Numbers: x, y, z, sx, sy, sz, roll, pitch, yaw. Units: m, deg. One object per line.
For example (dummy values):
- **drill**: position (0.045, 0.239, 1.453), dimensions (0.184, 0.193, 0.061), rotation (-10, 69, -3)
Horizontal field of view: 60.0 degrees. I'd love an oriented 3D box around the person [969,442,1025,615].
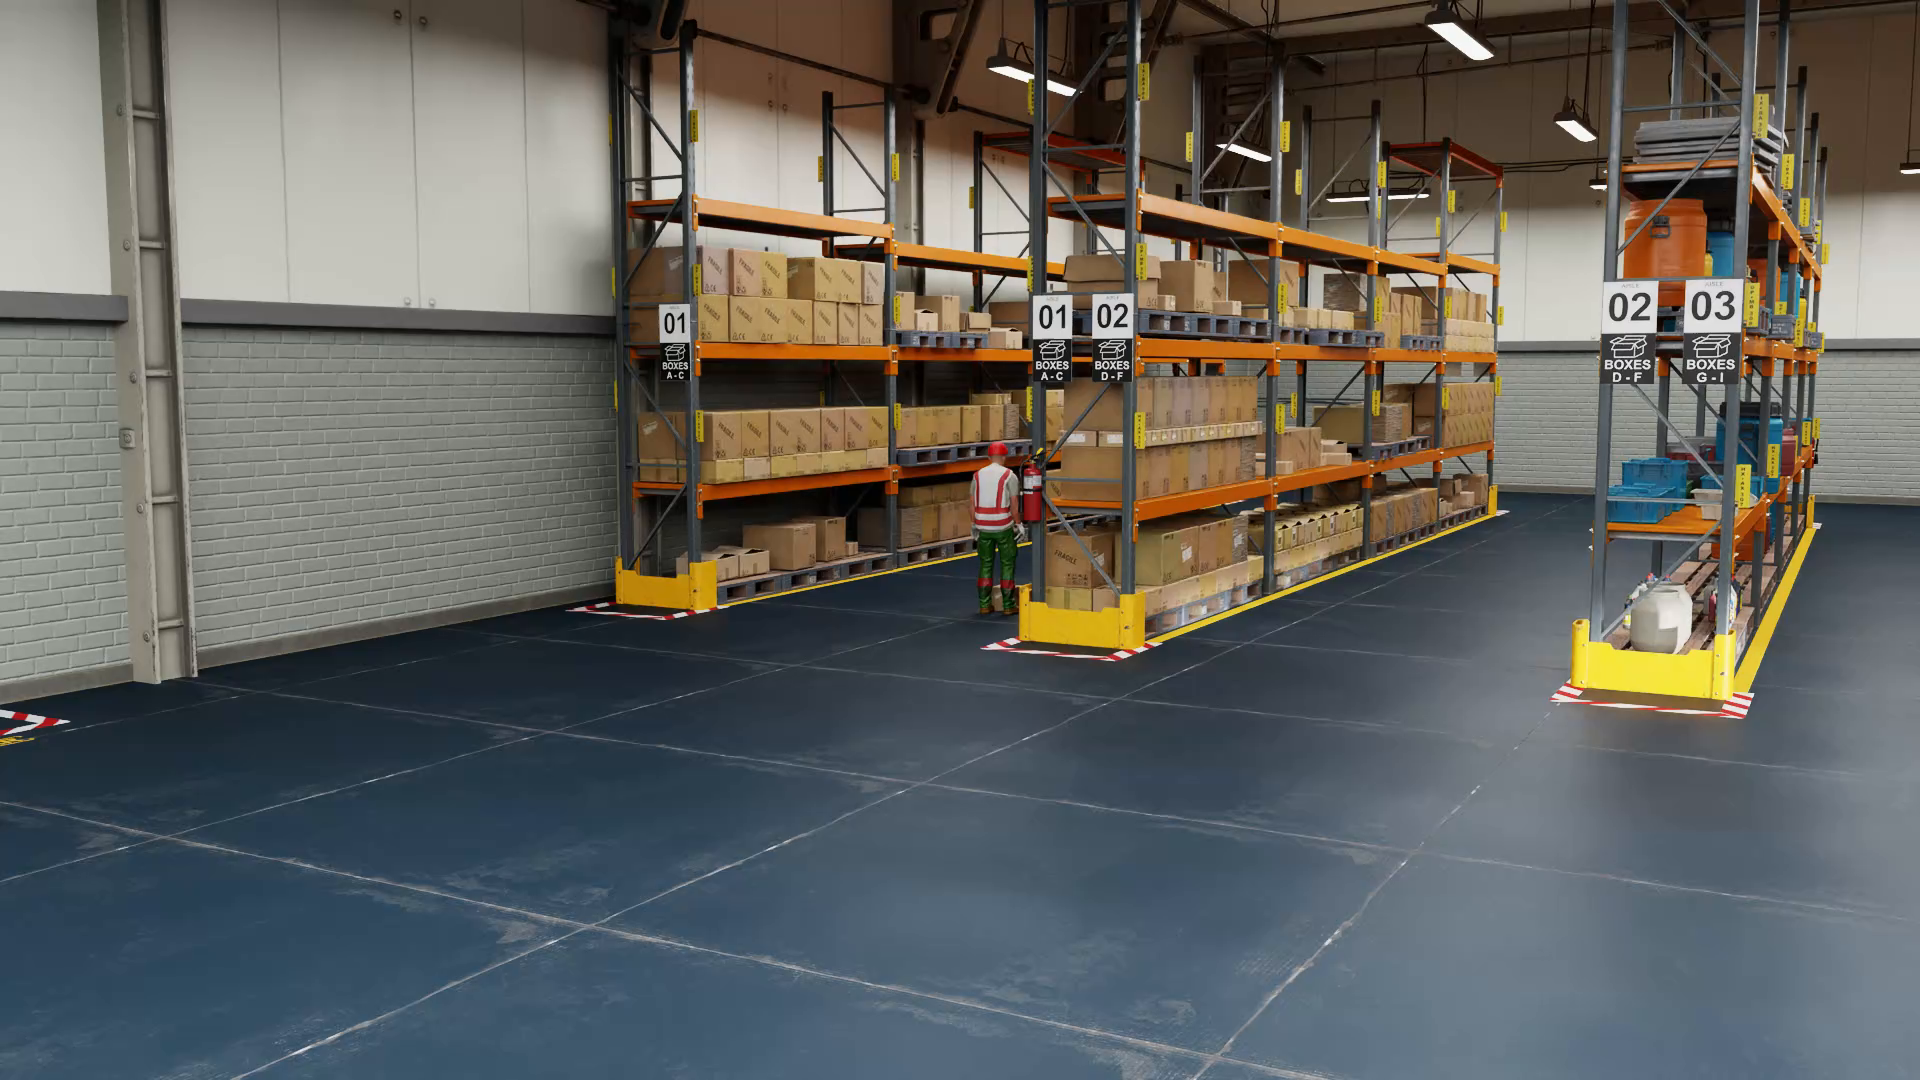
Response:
- **person**: position (0.385, -0.127, 17.255), dimensions (0.613, 1.776, 0.456), rotation (3, 7, 28)
